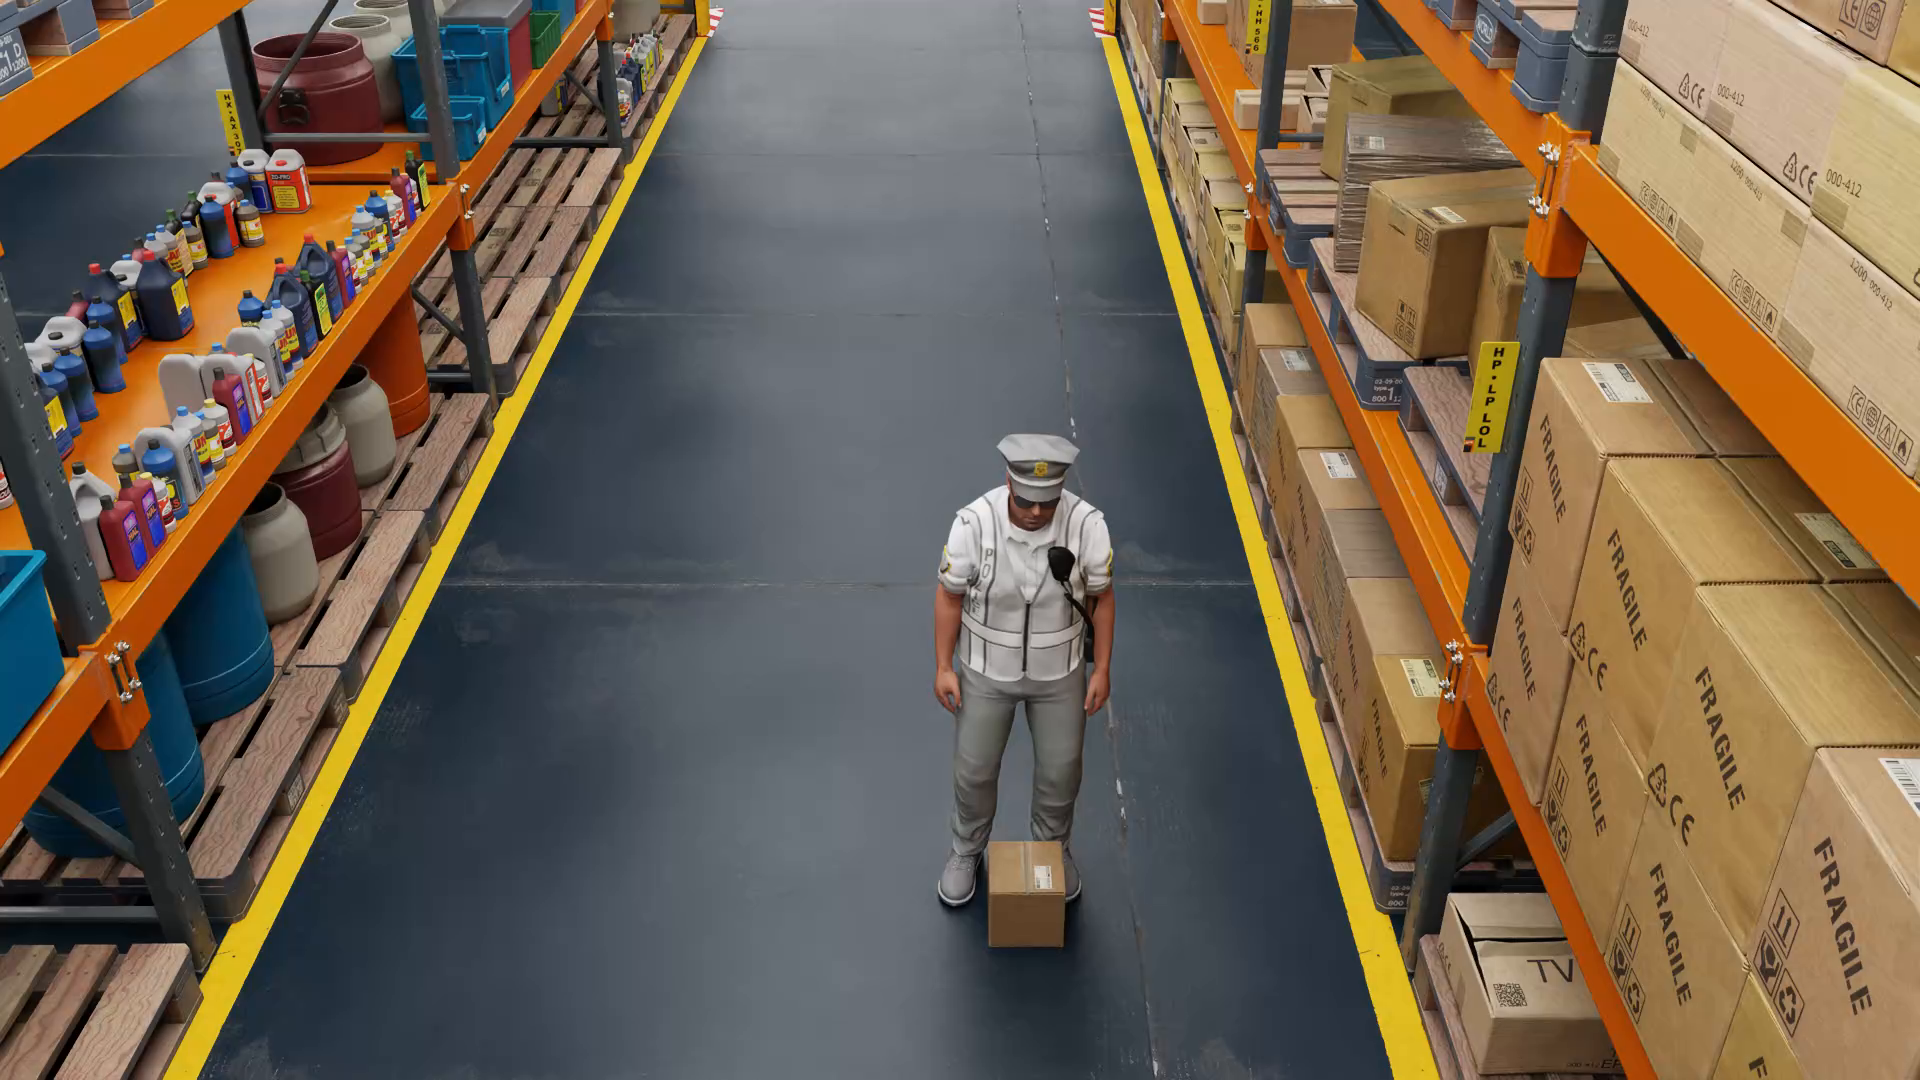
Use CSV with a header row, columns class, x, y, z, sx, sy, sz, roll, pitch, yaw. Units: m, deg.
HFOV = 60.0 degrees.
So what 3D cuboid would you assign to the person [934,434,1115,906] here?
class,x,y,z,sx,sy,sz,roll,pitch,yaw
person,0.207,0.411,5.452,0.586,1.748,0.439,0,31,0
